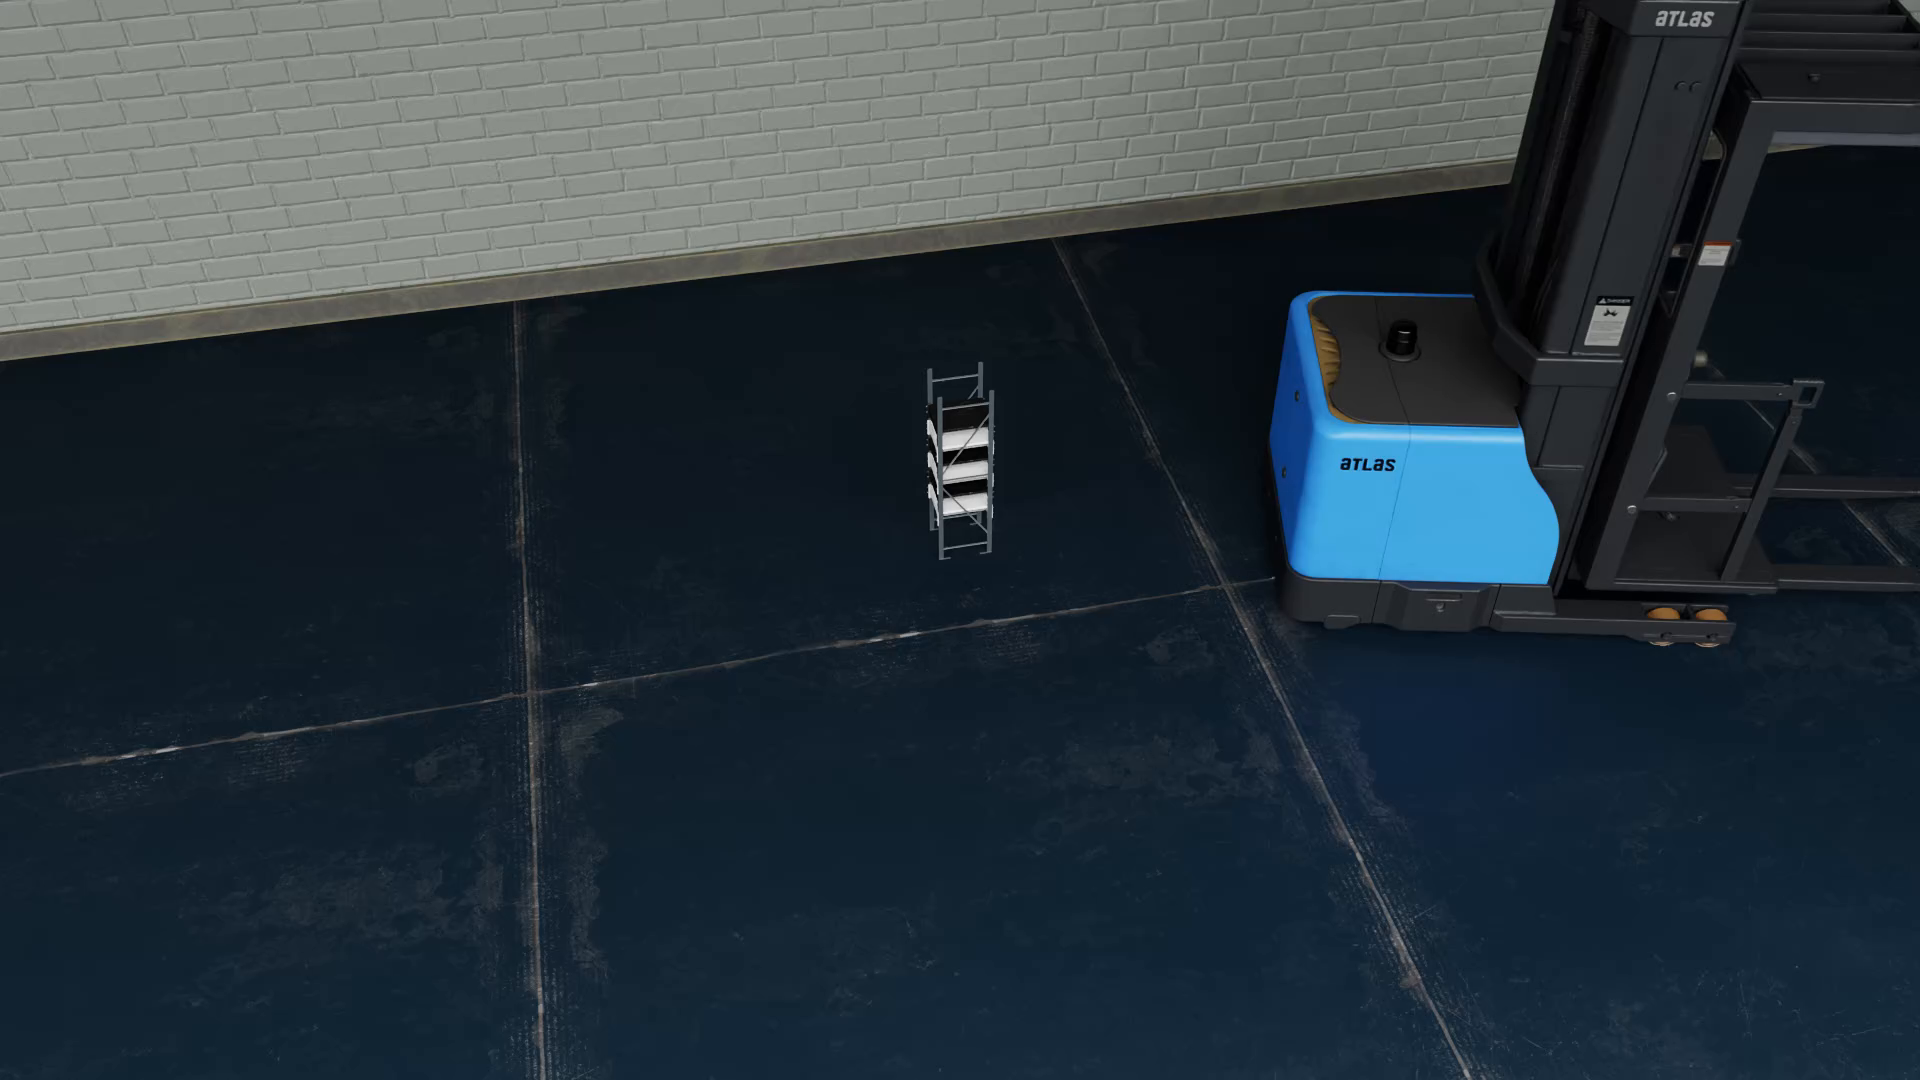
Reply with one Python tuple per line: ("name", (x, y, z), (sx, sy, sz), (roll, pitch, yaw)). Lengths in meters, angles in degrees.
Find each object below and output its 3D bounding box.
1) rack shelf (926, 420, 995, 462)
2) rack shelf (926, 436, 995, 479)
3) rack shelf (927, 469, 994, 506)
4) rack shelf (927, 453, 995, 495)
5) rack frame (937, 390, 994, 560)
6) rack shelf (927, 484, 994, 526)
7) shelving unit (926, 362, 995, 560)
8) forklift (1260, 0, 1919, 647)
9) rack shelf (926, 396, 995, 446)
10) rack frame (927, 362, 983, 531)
("rack shelf", (0.002, -0.441, 7.130), (0.258, 0.077, 0.200), (-8, 42, -9))
("rack shelf", (0.002, -0.374, 7.189), (0.258, 0.077, 0.200), (-8, 42, -9))
("rack shelf", (0.002, -0.239, 7.309), (0.258, 0.077, 0.200), (-8, 42, -9))
("rack shelf", (0.002, -0.306, 7.249), (0.258, 0.077, 0.200), (-8, 42, -9))
("rack frame", (0.024, -0.265, 7.153), (0.240, 0.900, 0.006), (-8, 42, -9))
("rack shelf", (0.002, -0.172, 7.369), (0.258, 0.077, 0.200), (-8, 42, -9))
("shelving unit", (0.002, -0.331, 7.227), (0.258, 0.900, 0.210), (-8, 42, -9))
("forklift", (2.894, -1.007, 6.458), (3.031, 2.935, 1.130), (2, 42, 2))
("rack shelf", (0.002, -0.508, 7.070), (0.258, 0.077, 0.200), (-8, 42, -9))
("rack frame", (-0.020, -0.397, 7.301), (0.240, 0.900, 0.006), (-8, 42, -9))
